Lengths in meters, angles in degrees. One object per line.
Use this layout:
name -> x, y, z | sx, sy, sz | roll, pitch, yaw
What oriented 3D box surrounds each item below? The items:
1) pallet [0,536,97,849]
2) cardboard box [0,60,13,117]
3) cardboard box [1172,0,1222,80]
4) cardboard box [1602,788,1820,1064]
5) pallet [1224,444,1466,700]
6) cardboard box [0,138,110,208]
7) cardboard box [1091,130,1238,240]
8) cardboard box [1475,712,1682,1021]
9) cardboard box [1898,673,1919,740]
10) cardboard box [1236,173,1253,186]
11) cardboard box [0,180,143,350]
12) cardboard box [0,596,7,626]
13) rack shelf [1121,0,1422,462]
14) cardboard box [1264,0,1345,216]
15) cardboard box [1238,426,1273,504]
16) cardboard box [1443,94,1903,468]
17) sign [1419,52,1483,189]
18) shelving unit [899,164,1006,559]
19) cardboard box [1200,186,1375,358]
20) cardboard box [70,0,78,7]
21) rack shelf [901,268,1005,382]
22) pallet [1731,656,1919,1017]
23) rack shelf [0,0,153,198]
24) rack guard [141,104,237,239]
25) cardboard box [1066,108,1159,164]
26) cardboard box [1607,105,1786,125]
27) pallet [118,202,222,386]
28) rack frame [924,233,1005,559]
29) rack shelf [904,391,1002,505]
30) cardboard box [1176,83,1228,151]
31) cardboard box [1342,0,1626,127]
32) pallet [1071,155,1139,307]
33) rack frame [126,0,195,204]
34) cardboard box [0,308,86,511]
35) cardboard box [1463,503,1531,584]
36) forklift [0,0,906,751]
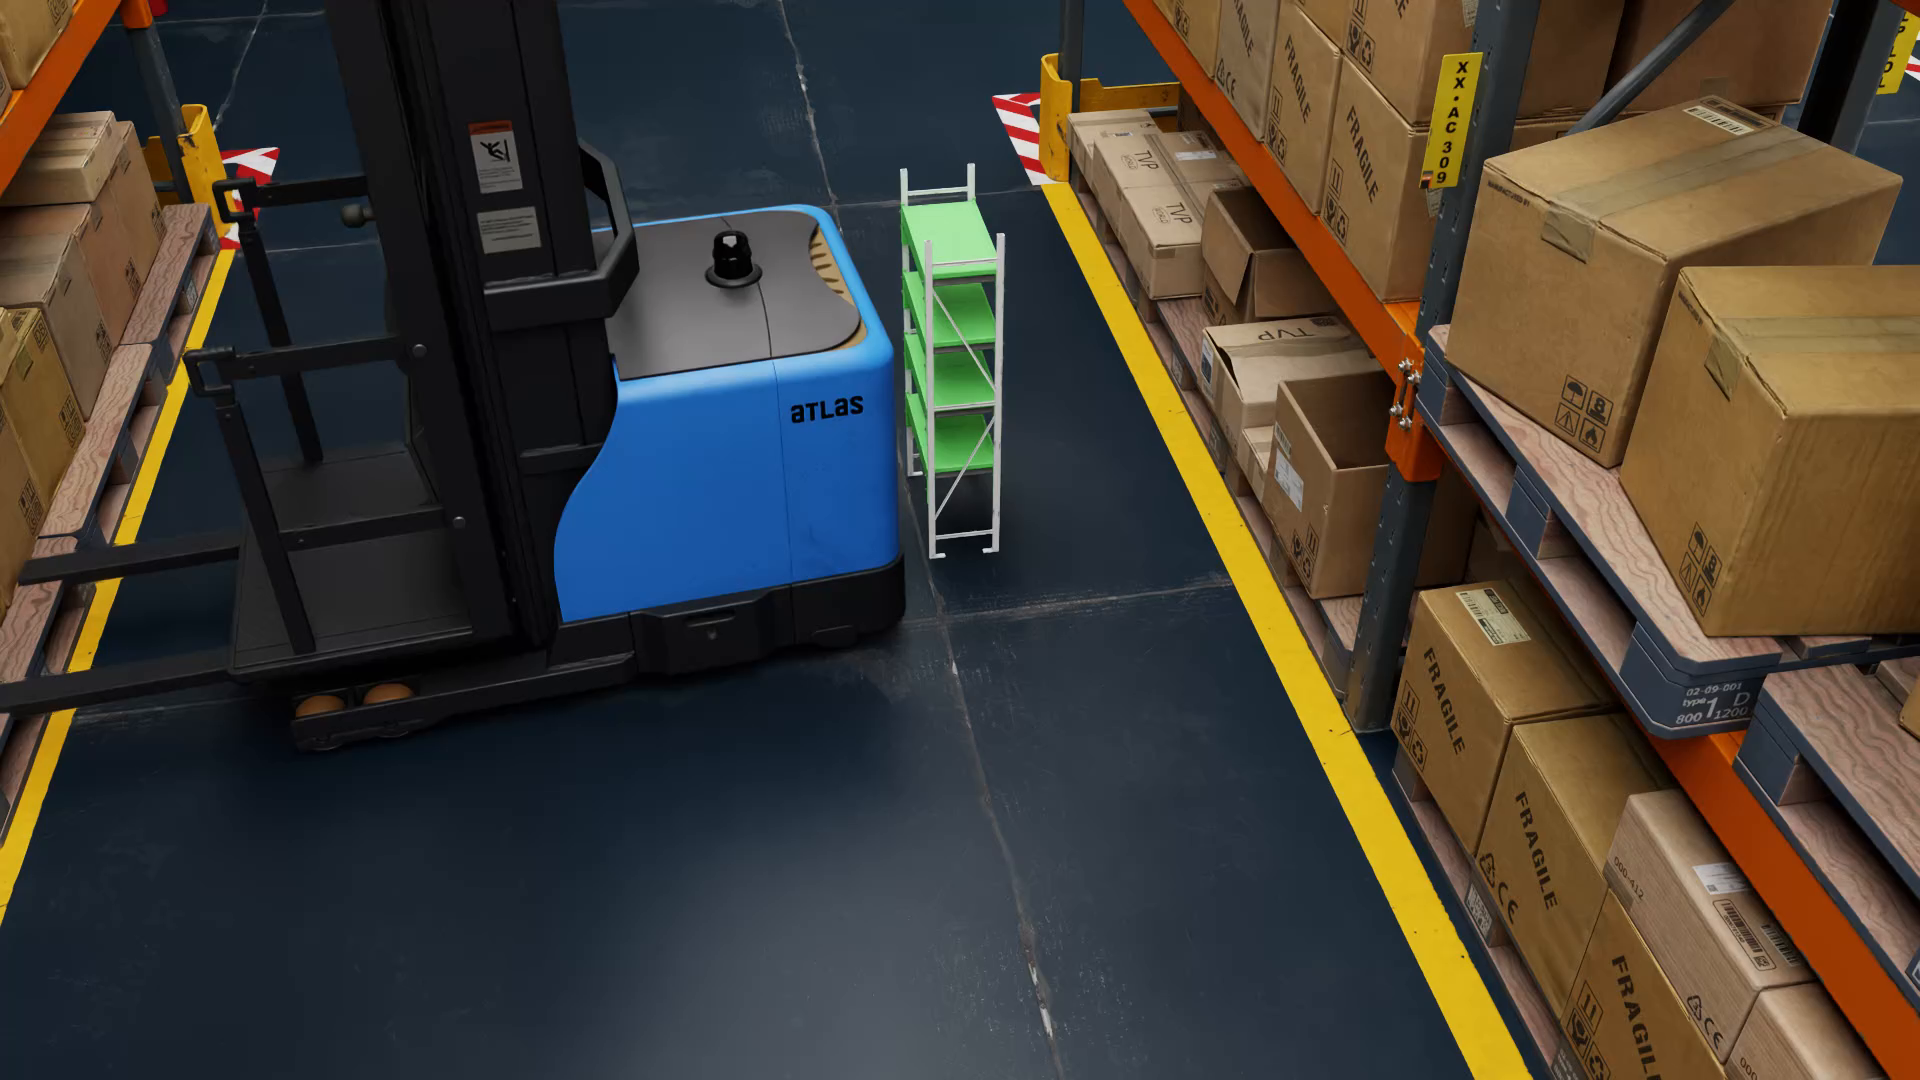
pallet -> -3.264, 0.482, 4.957 | 1.003, 0.211, 1.213 | -6, 38, -8
cardboard box -> -3.546, -1.479, 4.964 | 0.980, 0.700, 0.700 | -8, 39, -10
cardboard box -> 1.053, -1.929, 5.706 | 0.500, 0.500, 0.500 | -6, 38, -7
cardboard box -> 1.689, 0.754, 3.403 | 0.500, 0.250, 0.500 | -6, 38, -8
pallet -> 1.549, 0.000, 5.578 | 1.003, 0.211, 1.213 | -6, 38, -8
cardboard box -> -3.440, -1.378, 6.245 | 0.380, 0.149, 0.250 | -5, 38, -7
cardboard box -> 0.871, -1.529, 7.156 | 0.500, 0.250, 0.500 | -6, 38, -8
cardboard box -> 1.618, 0.767, 3.997 | 0.500, 0.500, 0.500 | -6, 38, -7
cardboard box -> 2.039, 0.169, 2.664 | 0.700, 0.500, 0.500 | -16, 41, -19
cardboard box -> 1.442, -1.311, 6.875 | 0.500, 0.250, 0.500 | -6, 38, -8
cardboard box -> -3.600, -1.032, 6.328 | 0.700, 0.500, 0.500 | -6, 38, -8
cardboard box -> -3.238, 0.208, 4.733 | 0.700, 0.500, 0.500 | -6, 38, -7
rack shelf -> 1.318, -1.610, 5.964 | 1.077, 0.370, 4.000 | -6, 38, -8
cardboard box -> 1.237, -1.311, 4.911 | 0.500, 0.500, 0.500 | -5, 38, -7
cardboard box -> 1.165, -0.268, 5.615 | 0.380, 0.149, 0.250 | -6, 38, -8
cardboard box -> 1.532, -0.581, 3.629 | 0.700, 0.500, 0.500 | -19, 42, -23
sign -> 1.136, -0.965, 3.841 | 0.100, 0.325, 0.005 | -6, 38, -8
shelving unit -> -0.029, -0.574, 5.511 | 0.258, 1.200, 0.503 | -6, 38, -8
cardboard box -> 1.334, -1.008, 6.279 | 0.797, 0.503, 0.637 | -6, 38, -8
cardboard box -> -3.810, -2.379, 6.122 | 0.980, 0.700, 0.700 | -5, 38, -6
rack shelf -> -0.029, -0.713, 5.403 | 0.258, 0.148, 0.480 | -6, 38, -8
pallet -> 2.025, 0.632, 2.649 | 1.003, 0.211, 1.213 | -6, 38, -8
rack shelf -> -3.558, -1.075, 5.275 | 1.077, 0.370, 4.000 | -6, 38, -8
rack guard -> -3.913, -1.594, 7.395 | 1.175, 0.500, 0.348 | -6, 38, -8
cardboard box -> 0.703, -1.860, 7.665 | 0.380, 0.149, 0.250 | -6, 38, -8
cardboard box -> 1.848, -1.063, 4.591 | 0.500, 0.500, 0.500 | -5, 38, -7
pallet -> -3.692, -0.991, 6.854 | 1.003, 0.211, 1.213 | -6, 38, -8
rack frame -> 0.014, -0.426, 5.321 | 0.240, 1.200, 0.015 | -6, 38, -8
rack shelf -> -0.029, -0.334, 5.697 | 0.258, 0.148, 0.480 | -6, 38, -8
cardboard box -> 1.305, -1.987, 7.541 | 0.500, 0.500, 0.500 | -6, 38, -8
cardboard box -> 1.325, -1.398, 4.208 | 0.500, 0.500, 0.500 | -6, 38, -8
pallet -> 1.122, -1.473, 7.475 | 1.003, 0.211, 1.213 | -6, 38, -8
rack frame -> -3.909, -2.567, 6.609 | 1.000, 3.000, 0.127 | -6, 38, -8
cardboard box -> -3.410, -0.407, 5.523 | 0.700, 0.500, 0.500 | -5, 38, -7
cardboard box -> 1.808, -0.075, 5.234 | 0.500, 0.311, 0.500 | -6, 38, -8
forklift -> -1.751, -0.893, 4.511 | 3.031, 2.935, 1.130 | -10, 39, -12
